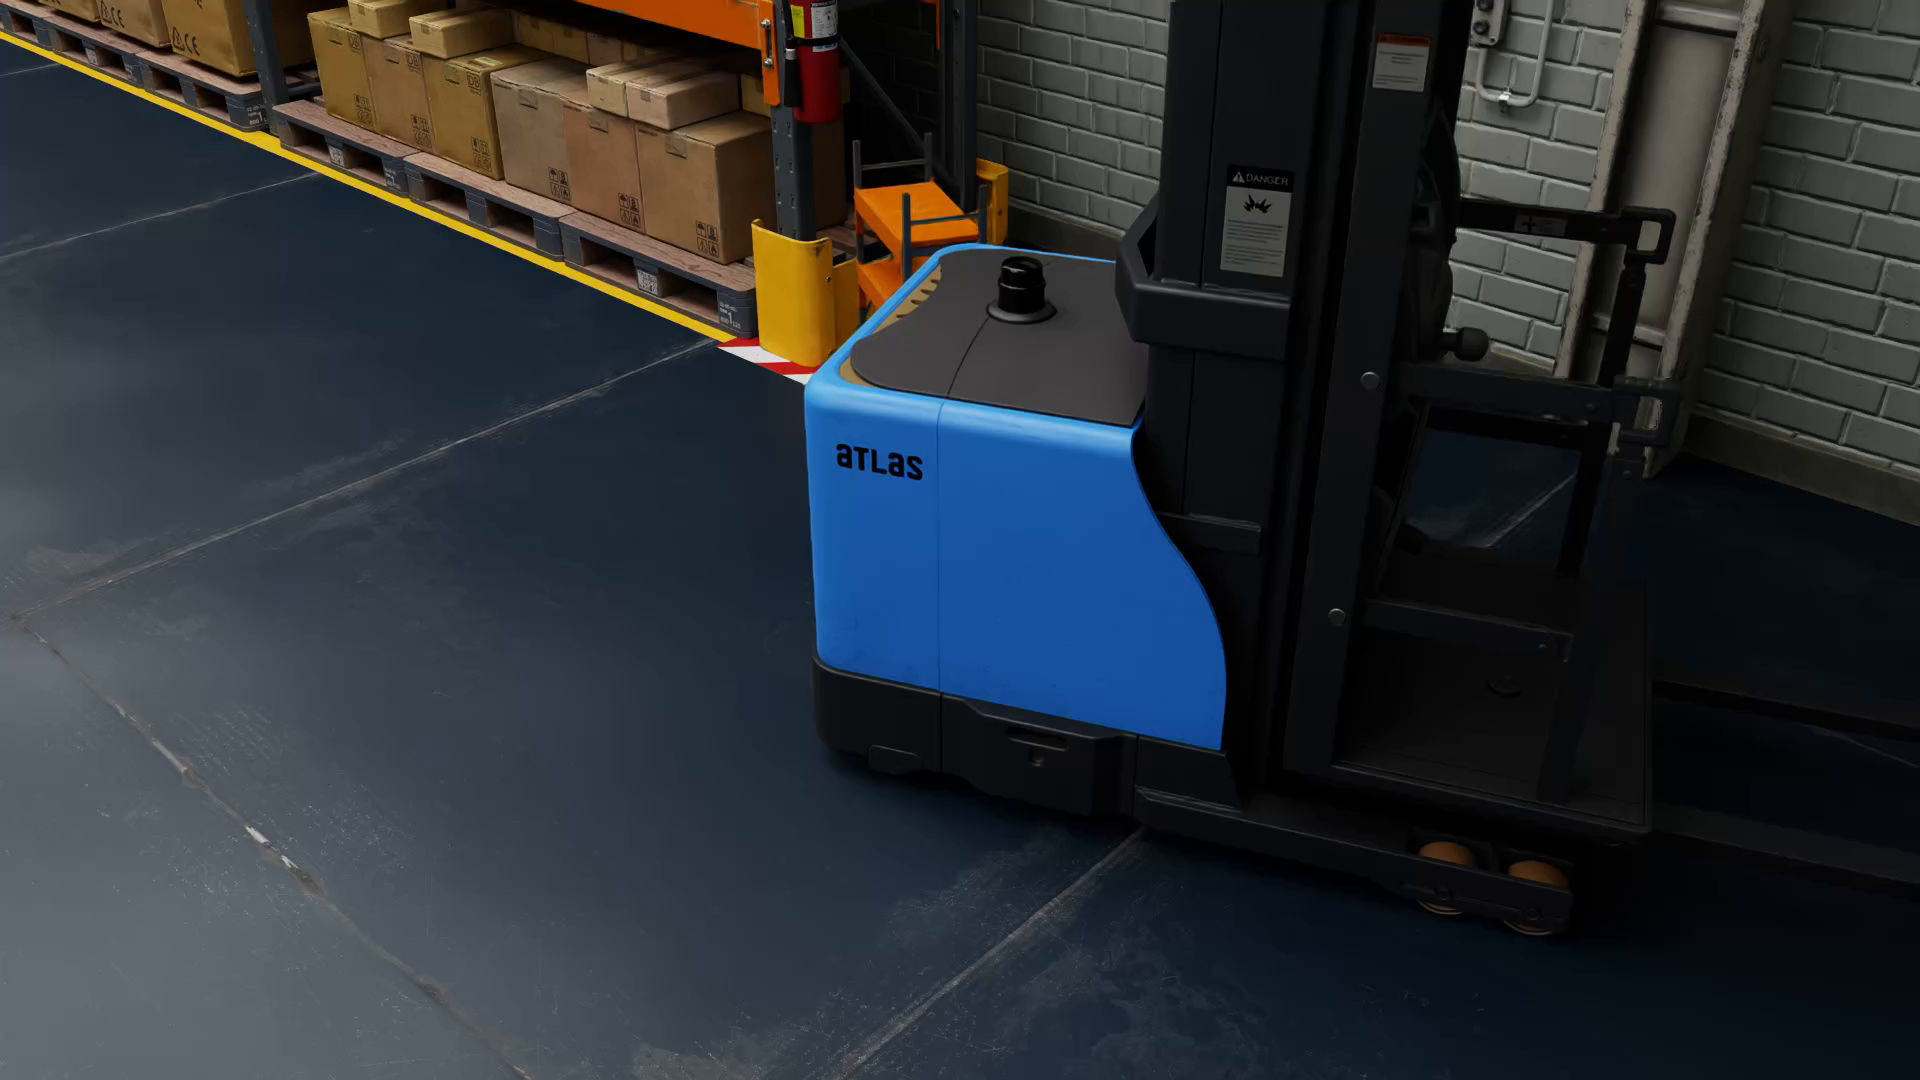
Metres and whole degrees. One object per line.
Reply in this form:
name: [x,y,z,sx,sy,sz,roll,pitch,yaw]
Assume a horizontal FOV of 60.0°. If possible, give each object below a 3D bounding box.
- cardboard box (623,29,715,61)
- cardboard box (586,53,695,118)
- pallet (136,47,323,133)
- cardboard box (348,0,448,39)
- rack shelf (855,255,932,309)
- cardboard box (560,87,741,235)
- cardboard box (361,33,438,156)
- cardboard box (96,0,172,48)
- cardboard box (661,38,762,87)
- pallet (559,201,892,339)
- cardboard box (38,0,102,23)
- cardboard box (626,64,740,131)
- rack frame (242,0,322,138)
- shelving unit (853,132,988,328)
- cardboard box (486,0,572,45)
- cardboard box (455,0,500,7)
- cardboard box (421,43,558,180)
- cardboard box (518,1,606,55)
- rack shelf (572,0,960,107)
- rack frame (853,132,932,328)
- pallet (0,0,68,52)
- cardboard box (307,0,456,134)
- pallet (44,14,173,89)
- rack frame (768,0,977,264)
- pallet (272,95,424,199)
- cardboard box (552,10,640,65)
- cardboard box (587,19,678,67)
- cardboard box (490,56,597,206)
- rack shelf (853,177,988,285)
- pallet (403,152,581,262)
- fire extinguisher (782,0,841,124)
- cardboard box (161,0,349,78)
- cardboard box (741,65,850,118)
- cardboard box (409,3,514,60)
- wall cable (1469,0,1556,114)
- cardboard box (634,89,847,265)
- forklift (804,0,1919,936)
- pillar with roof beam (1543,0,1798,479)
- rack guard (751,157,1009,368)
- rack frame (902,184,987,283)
cardboard box: [-1.231,-2.106,7.228,0.250,0.149,0.380,25,39,35]
cardboard box: [-1.304,-1.874,6.843,0.250,0.149,0.380,26,40,36]
pallet: [-3.899,-2.648,9.445,1.213,0.211,1.003,25,39,35]
cardboard box: [-2.659,-2.505,7.891,0.250,0.149,0.380,27,40,37]
rack shelf: [-0.120,-0.687,4.924,0.258,0.148,0.480,-10,32,-16]
cardboard box: [-1.268,-1.707,7.193,0.500,0.500,0.700,25,39,35]
cardboard box: [-2.420,-2.241,8.080,0.500,0.500,0.700,25,39,35]
cardboard box: [-4.506,-3.346,9.576,0.750,0.750,0.750,26,40,36]
cardboard box: [-1.046,-2.020,7.084,0.250,0.149,0.380,25,39,35]
pallet: [-0.956,-1.273,7.159,1.213,0.211,1.003,25,39,35]
cardboard box: [-5.139,-3.638,10.062,0.750,0.750,0.750,25,39,35]
cardboard box: [-1.114,-1.786,6.696,0.250,0.149,0.380,25,39,35]
rack frame: [-3.276,-3.605,8.330,0.127,3.000,1.000,25,39,35]
shelving unit: [-0.120,-0.553,5.005,0.258,1.200,0.503,-10,32,-16]
cardboard box: [-1.990,-2.460,7.815,0.250,0.149,0.380,25,39,36]
cardboard box: [-2.177,-2.547,7.961,0.250,0.149,0.380,24,38,34]
cardboard box: [-2.041,-2.062,7.784,0.500,0.500,0.700,26,40,36]
cardboard box: [-1.798,-2.371,7.667,0.250,0.149,0.380,24,39,34]
rack shelf: [-1.793,-2.604,7.365,4.000,0.370,1.077,25,39,35]
rack frame: [-0.199,-0.672,5.203,0.240,1.200,0.015,-10,32,-16]
pallet: [-5.708,-3.493,10.847,1.213,0.211,1.003,25,39,35]
cardboard box: [-2.790,-2.416,8.371,0.500,0.500,0.700,26,39,36]
pallet: [-4.808,-3.071,10.146,1.213,0.211,1.003,25,39,35]
rack frame: [-0.310,-2.220,6.030,0.127,3.000,1.000,25,39,35]
pallet: [-2.765,-2.117,8.562,1.213,0.211,1.003,25,39,35]
cardboard box: [-1.611,-2.283,7.521,0.250,0.149,0.380,25,39,36]
cardboard box: [-1.420,-2.194,7.374,0.250,0.149,0.380,26,39,36]
cardboard box: [-1.641,-1.880,7.482,0.500,0.500,0.700,24,38,34]
rack shelf: [-0.120,-0.889,4.802,0.258,0.148,0.480,-10,32,-16]
pallet: [-1.856,-1.695,7.861,1.213,0.211,1.003,25,39,35]
fire extinguisher: [-0.508,-1.799,5.766,0.183,0.674,0.296,25,39,35]
cardboard box: [-3.845,-3.039,9.067,0.750,0.750,0.750,26,39,36]
cardboard box: [-0.670,-1.845,6.793,0.250,0.149,0.380,25,39,35]
cardboard box: [-2.272,-2.325,7.591,0.250,0.149,0.380,24,38,34]
wall cable: [1.274,-2.574,5.633,1.851,1.984,0.084,25,39,35]
cardboard box: [-0.896,-1.534,6.905,0.500,0.500,0.700,25,39,35]
forklift: [1.199,-0.671,3.524,3.031,2.935,1.130,10,33,17]
pillar with roof beam: [-0.617,-2.541,0.746,0.400,9.000,9.100,25,39,35]
rack guard: [-0.293,-1.141,6.661,0.348,0.500,1.175,25,39,35]
rack frame: [-0.041,-0.434,4.807,0.240,1.200,0.015,-10,32,-16]
